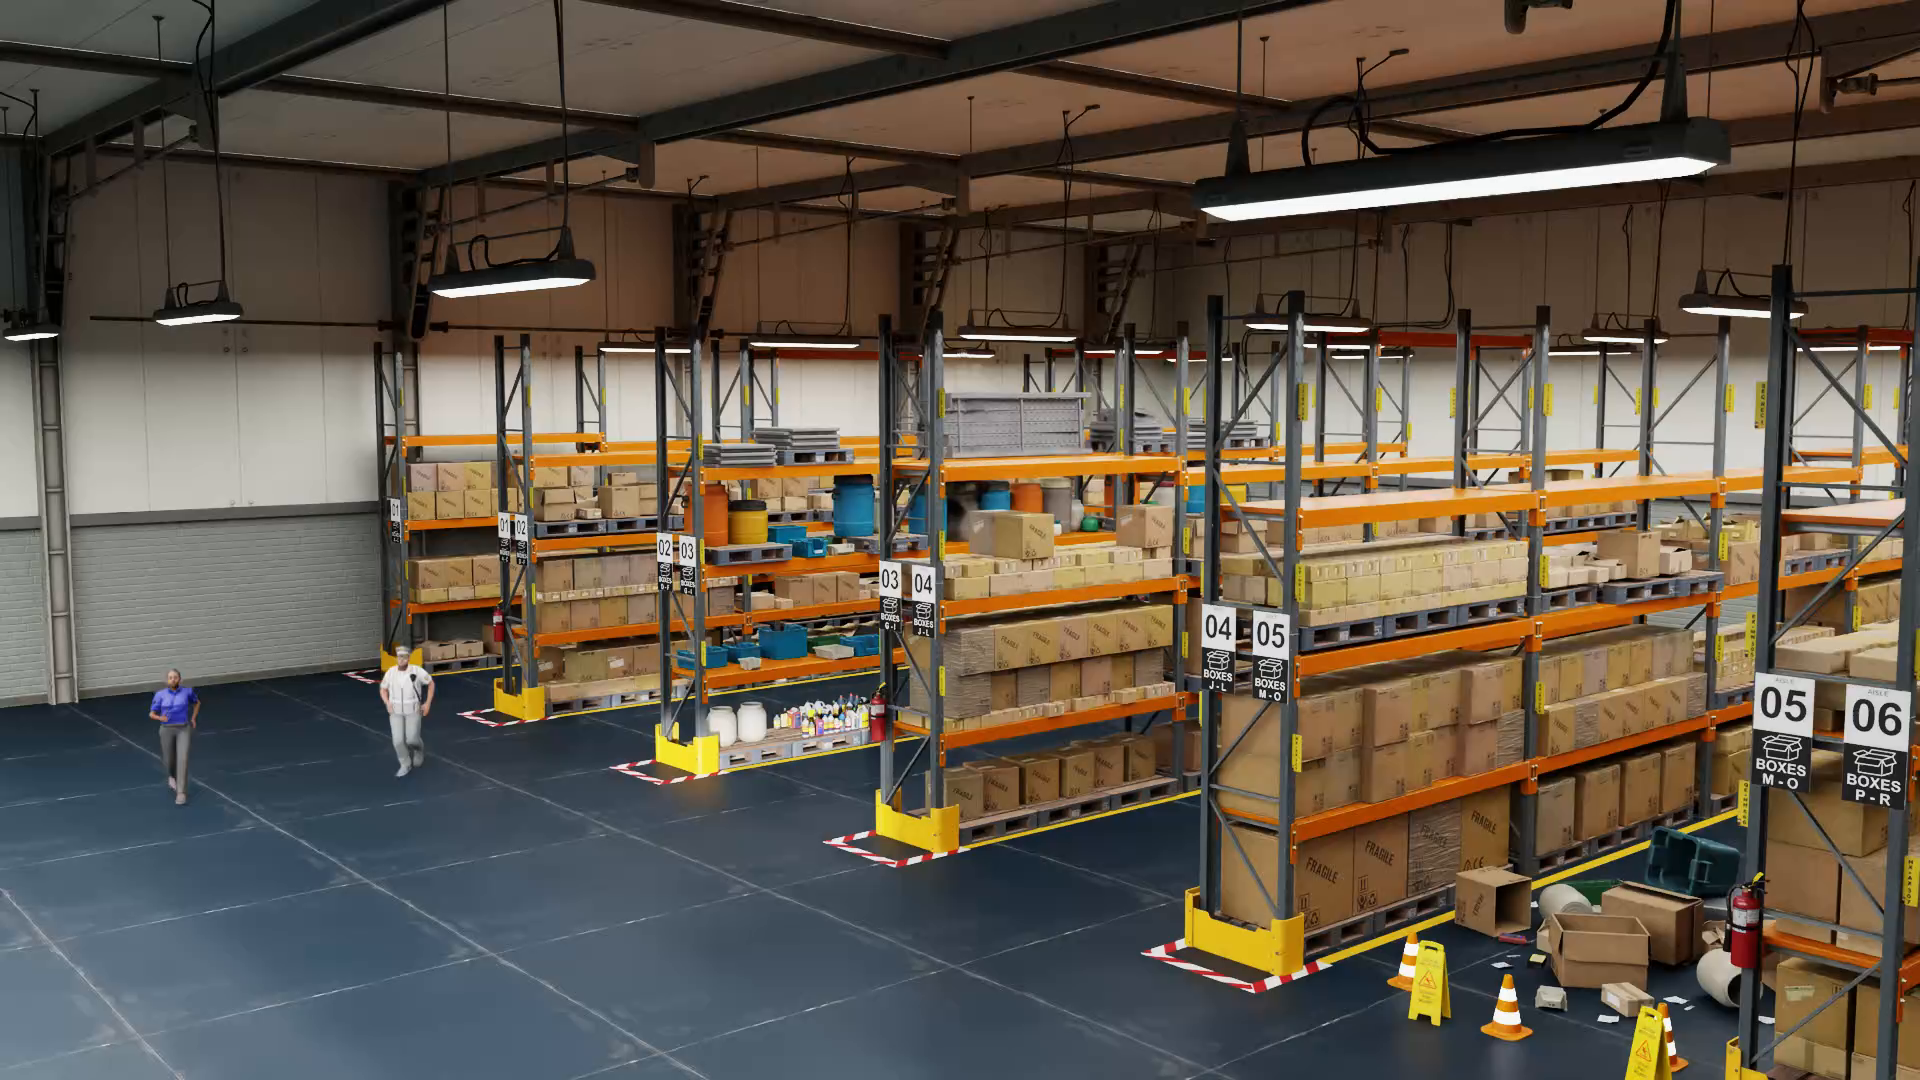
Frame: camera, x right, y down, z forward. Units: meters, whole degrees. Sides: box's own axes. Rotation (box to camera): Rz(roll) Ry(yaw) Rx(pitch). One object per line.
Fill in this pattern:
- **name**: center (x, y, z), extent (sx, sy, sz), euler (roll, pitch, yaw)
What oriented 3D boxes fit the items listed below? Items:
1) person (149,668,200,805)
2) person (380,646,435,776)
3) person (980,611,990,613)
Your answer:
- **person**: center (-9.808, 2.419, 20.800), extent (0.583, 1.632, 0.957), euler (-2, 6, -25)
- **person**: center (-7.416, 2.275, 22.296), extent (0.698, 1.742, 0.612), euler (-1, 5, -9)
- **person**: center (0.469, 1.317, 29.404), extent (0.703, 1.807, 0.932), euler (4, 6, 36)
